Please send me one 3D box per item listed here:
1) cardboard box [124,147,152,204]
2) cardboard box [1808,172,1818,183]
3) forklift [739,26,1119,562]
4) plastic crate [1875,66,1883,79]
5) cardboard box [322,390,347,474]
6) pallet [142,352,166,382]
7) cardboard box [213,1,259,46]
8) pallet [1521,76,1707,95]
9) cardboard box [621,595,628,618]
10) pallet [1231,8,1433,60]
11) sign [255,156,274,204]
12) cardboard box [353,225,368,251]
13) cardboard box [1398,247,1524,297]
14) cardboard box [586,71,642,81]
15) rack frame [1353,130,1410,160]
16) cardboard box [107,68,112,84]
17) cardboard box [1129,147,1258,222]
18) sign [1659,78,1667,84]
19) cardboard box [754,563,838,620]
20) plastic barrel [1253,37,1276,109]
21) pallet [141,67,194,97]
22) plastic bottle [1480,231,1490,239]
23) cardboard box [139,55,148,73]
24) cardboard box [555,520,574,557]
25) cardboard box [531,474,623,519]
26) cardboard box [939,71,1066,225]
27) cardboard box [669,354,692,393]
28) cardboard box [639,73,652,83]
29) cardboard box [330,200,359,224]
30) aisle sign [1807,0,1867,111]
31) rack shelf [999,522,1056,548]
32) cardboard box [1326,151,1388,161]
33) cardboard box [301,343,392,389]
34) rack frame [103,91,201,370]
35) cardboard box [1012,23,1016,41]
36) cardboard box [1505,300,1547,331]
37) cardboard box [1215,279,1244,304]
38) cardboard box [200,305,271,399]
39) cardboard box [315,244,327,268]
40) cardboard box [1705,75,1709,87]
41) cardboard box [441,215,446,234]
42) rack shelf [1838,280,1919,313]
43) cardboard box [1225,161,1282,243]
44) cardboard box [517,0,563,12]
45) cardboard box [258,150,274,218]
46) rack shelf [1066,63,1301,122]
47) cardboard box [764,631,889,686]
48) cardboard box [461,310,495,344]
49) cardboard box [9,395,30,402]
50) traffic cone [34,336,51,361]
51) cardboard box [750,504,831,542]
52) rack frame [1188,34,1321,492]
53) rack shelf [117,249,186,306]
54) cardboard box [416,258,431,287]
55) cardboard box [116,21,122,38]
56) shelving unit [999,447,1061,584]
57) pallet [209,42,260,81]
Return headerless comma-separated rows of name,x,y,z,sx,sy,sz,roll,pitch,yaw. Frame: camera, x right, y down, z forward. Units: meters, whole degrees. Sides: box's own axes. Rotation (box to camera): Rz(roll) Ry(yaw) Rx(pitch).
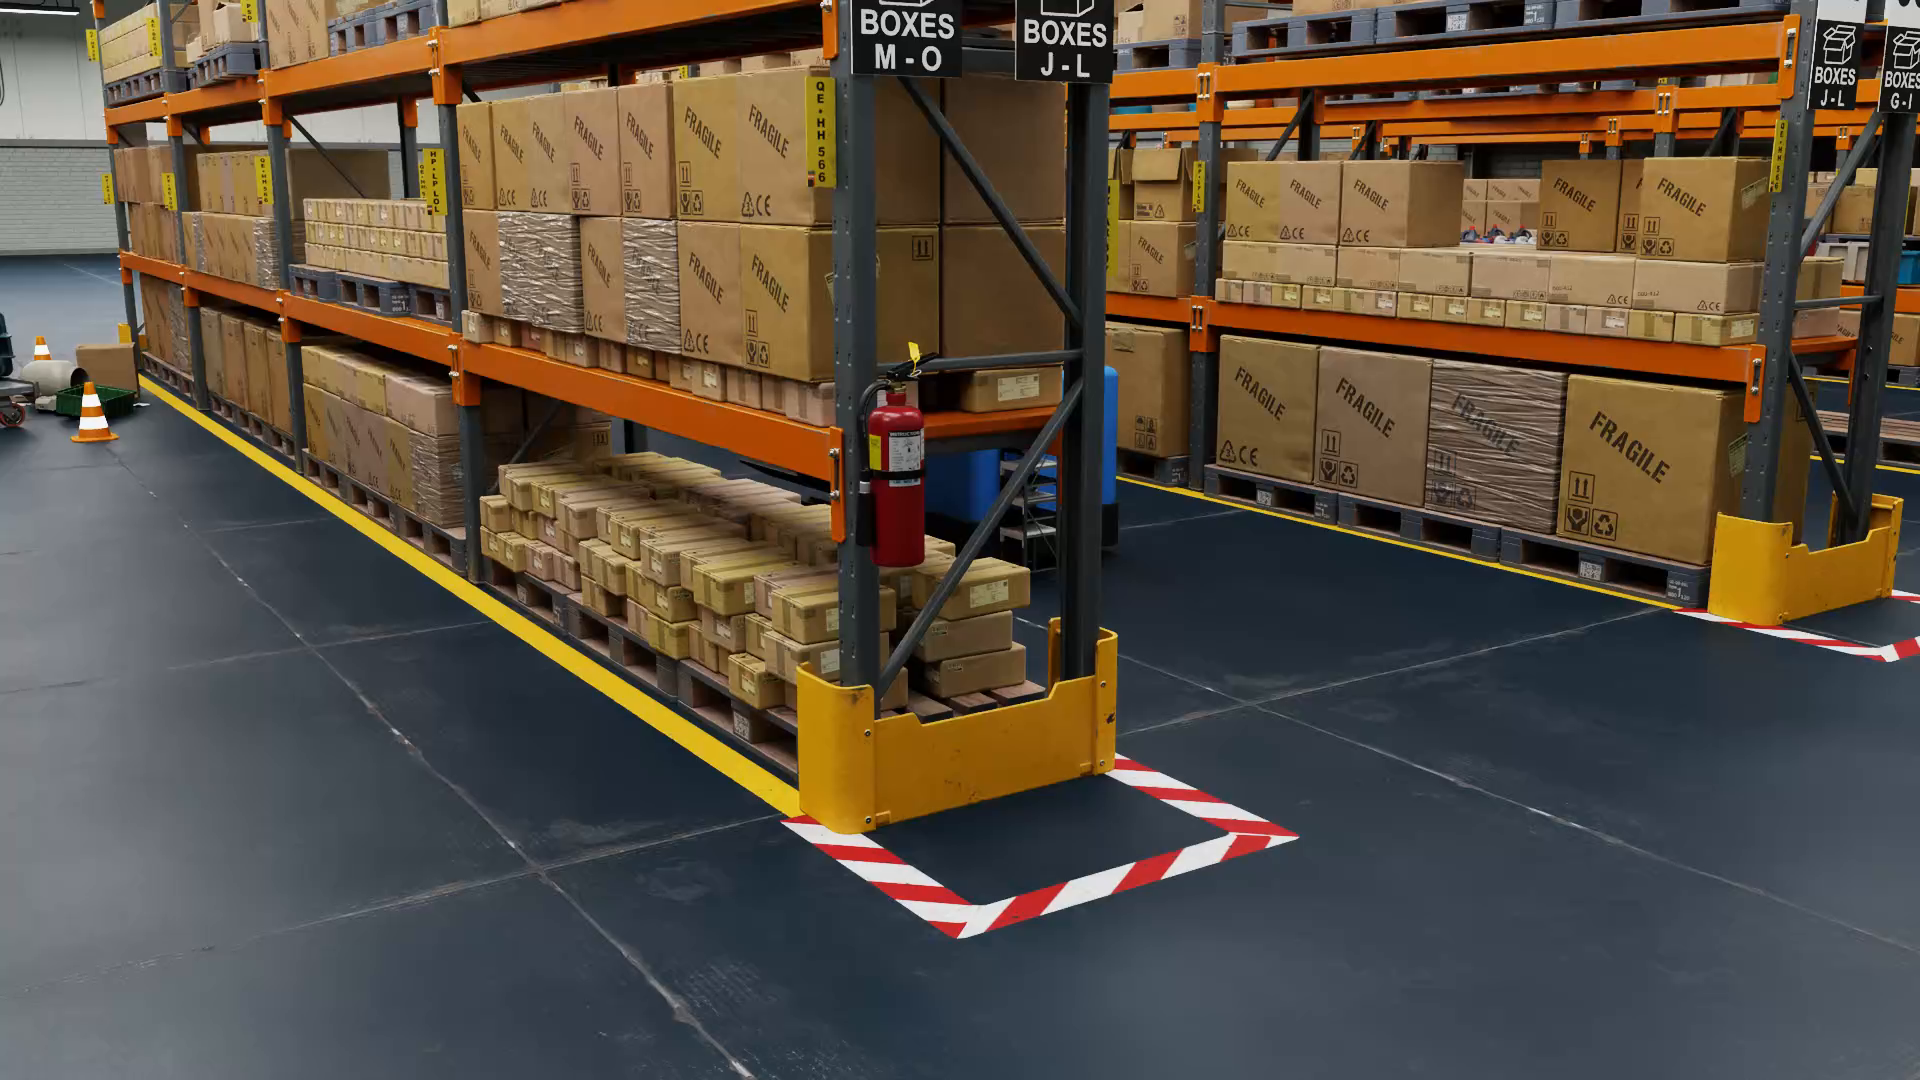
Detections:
cardboard box,-8.062,-3.754,17.127,0.875,0.550,0.550,-8,15,-33
cardboard box,11.767,-5.025,23.038,0.380,0.149,0.250,-11,17,-42
forklift,-0.363,-1.542,10.051,1.130,2.935,3.031,-9,15,-34
plastic crate,7.164,-3.603,12.911,0.293,0.136,0.466,-8,15,-33
cardboard box,-3.921,-0.742,11.103,0.500,0.500,0.500,-8,15,-32
pallet,-8.306,-1.931,18.197,1.003,0.211,1.213,-8,15,-33
cardboard box,-5.211,-3.830,12.322,0.500,0.311,0.500,-8,15,-33
pallet,5.627,-3.948,14.316,1.213,0.211,1.003,-8,15,-33
cardboard box,-1.270,0.262,7.332,0.380,0.149,0.250,-8,14,-31
pallet,2.464,-3.136,10.368,1.003,0.211,1.213,-8,15,-33
sign,-4.842,-2.503,11.574,0.100,0.325,0.005,-8,15,-33
cardboard box,-3.567,-1.892,10.403,0.380,0.149,0.250,-8,15,-33
cardboard box,2.891,-1.549,9.580,0.500,0.250,0.500,-8,15,-33
cardboard box,-4.032,-5.603,19.340,0.500,0.500,0.500,-8,15,-33
rack frame,5.836,-4.456,23.215,1.000,3.000,0.127,-8,15,-33
cardboard box,-8.749,-4.879,17.499,0.380,0.149,0.250,-8,15,-32
cardboard box,1.659,-2.513,11.748,0.797,0.503,0.637,-9,15,-34
sign,5.684,-3.852,13.414,0.100,0.325,0.005,-8,15,-33
cardboard box,-0.545,0.201,6.220,0.380,0.149,0.250,-8,15,-32
plastic barrel,3.290,-5.122,18.235,0.600,0.830,0.708,-8,15,-33
pallet,-7.043,-4.283,15.614,1.003,0.211,1.213,-8,15,-33
plastic bottle,5.139,-2.877,16.269,0.061,0.283,0.133,-8,15,-33
cardboard box,-7.492,-4.474,15.650,0.380,0.149,0.250,-8,15,-33
cardboard box,-1.704,-0.026,7.951,0.380,0.149,0.250,-9,15,-36
cardboard box,-1.863,-0.214,8.117,0.380,0.149,0.250,-8,15,-34
cardboard box,0.023,-1.374,5.855,0.500,0.500,0.500,-8,15,-33
cardboard box,-0.906,-0.667,6.478,0.380,0.149,0.250,-9,15,-35
cardboard box,-3.291,-5.033,18.252,0.380,0.149,0.250,-9,15,-34
cardboard box,-3.858,-2.132,10.804,0.380,0.149,0.250,-9,15,-35
aisle sign,4.026,-2.371,7.599,0.394,0.787,0.004,-8,15,-33
rack shelf,0.373,-0.028,8.880,0.258,0.077,0.200,-9,15,-34
cardboard box,5.585,-5.216,23.424,0.700,0.500,0.500,-8,15,-32
cardboard box,-4.201,-1.202,11.451,0.500,0.250,0.500,-9,15,-35
rack frame,-8.814,-3.426,18.507,1.000,3.000,0.127,-8,15,-33
cardboard box,0.753,-4.049,13.116,0.500,0.500,0.500,-7,14,-30
cardboard box,3.197,-1.233,9.065,0.380,0.149,0.250,-8,15,-34
cardboard box,1.906,-1.646,10.957,0.380,0.149,0.250,-8,15,-33
cardboard box,-6.179,-1.721,14.994,1.050,0.750,0.750,-8,15,-33
cardboard box,-4.154,-1.935,11.292,0.380,0.149,0.250,-7,14,-30
cardboard box,8.604,-5.094,18.880,0.910,0.500,0.500,-8,15,-33
cardboard box,-2.551,-1.713,8.887,0.380,0.149,0.250,-7,14,-30
rack shelf,7.251,-1.740,12.482,1.077,0.370,4.000,-8,15,-33
cardboard box,2.072,-2.184,10.727,0.500,0.500,0.500,-8,15,-33
cardboard box,-1.572,-2.387,7.088,0.500,0.250,0.500,-7,14,-30
cardboard box,-4.904,-2.711,12.665,0.700,0.500,0.500,-8,15,-34
rack shelf,0.911,-3.331,12.733,1.077,0.370,4.000,-8,15,-33
cardboard box,-0.480,0.402,5.998,0.380,0.149,0.250,-9,15,-34
cardboard box,-2.281,-1.080,8.367,0.380,0.149,0.250,-7,14,-31
cardboard box,-9.084,-1.467,15.947,0.396,0.266,0.258,-5,13,-23
traffic cone,-9.702,-1.924,17.578,0.336,0.463,0.334,-8,15,-33
cardboard box,-0.703,-0.049,7.361,0.380,0.149,0.250,-8,15,-32
rack frame,2.019,-1.861,11.351,1.000,3.000,0.127,-8,15,-33
rack shelf,-7.706,-2.719,16.958,1.077,0.370,4.000,-8,15,-33
cardboard box,-2.831,-1.512,9.361,0.380,0.149,0.250,-8,15,-33
cardboard box,-8.191,-5.089,16.595,0.380,0.149,0.250,-8,15,-33
shelving unit,0.373,-0.236,8.835,0.258,0.900,0.210,-9,15,-34
pallet,-4.783,-3.485,12.196,1.213,0.211,1.003,-7,14,-30
